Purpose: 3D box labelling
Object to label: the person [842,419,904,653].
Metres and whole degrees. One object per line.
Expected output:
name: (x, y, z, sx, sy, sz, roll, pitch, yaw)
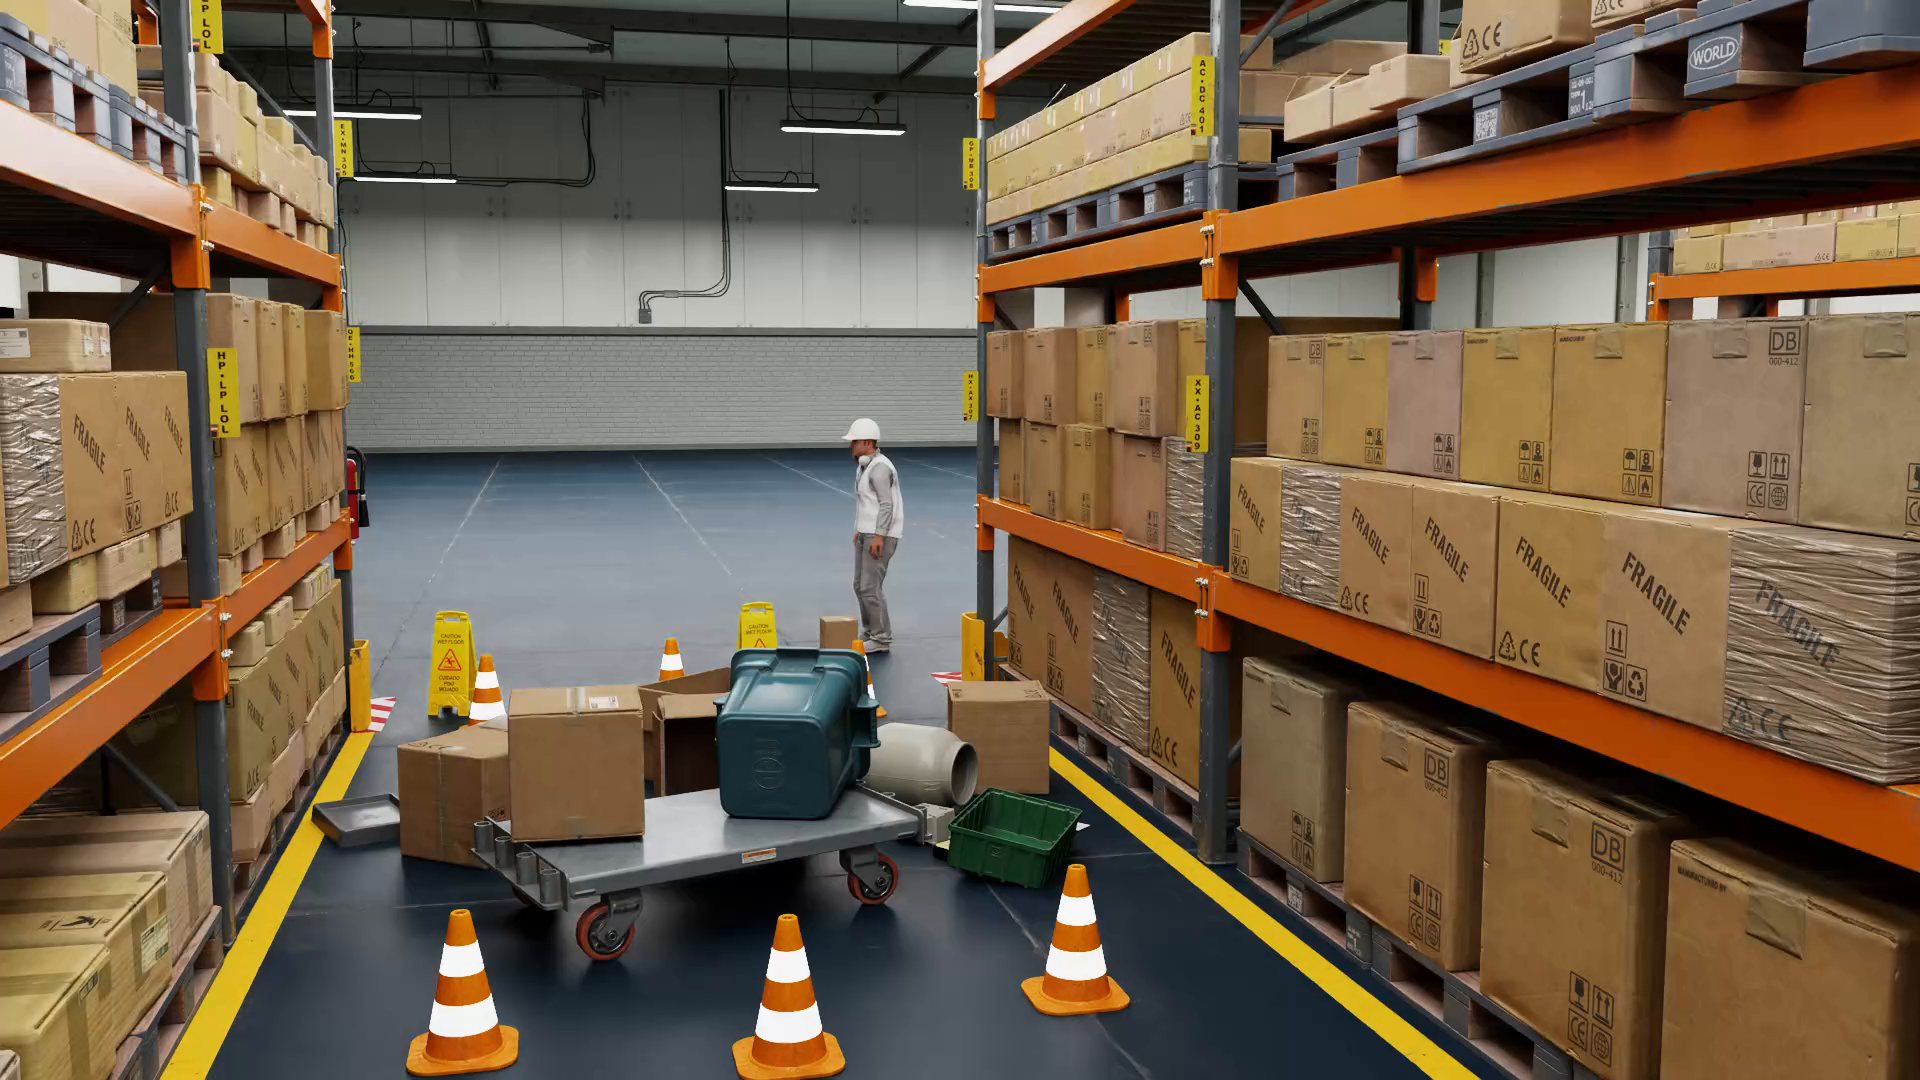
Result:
person: (-0.673, -0.039, 12.687, 0.464, 1.771, 0.593, -2, 6, -17)
